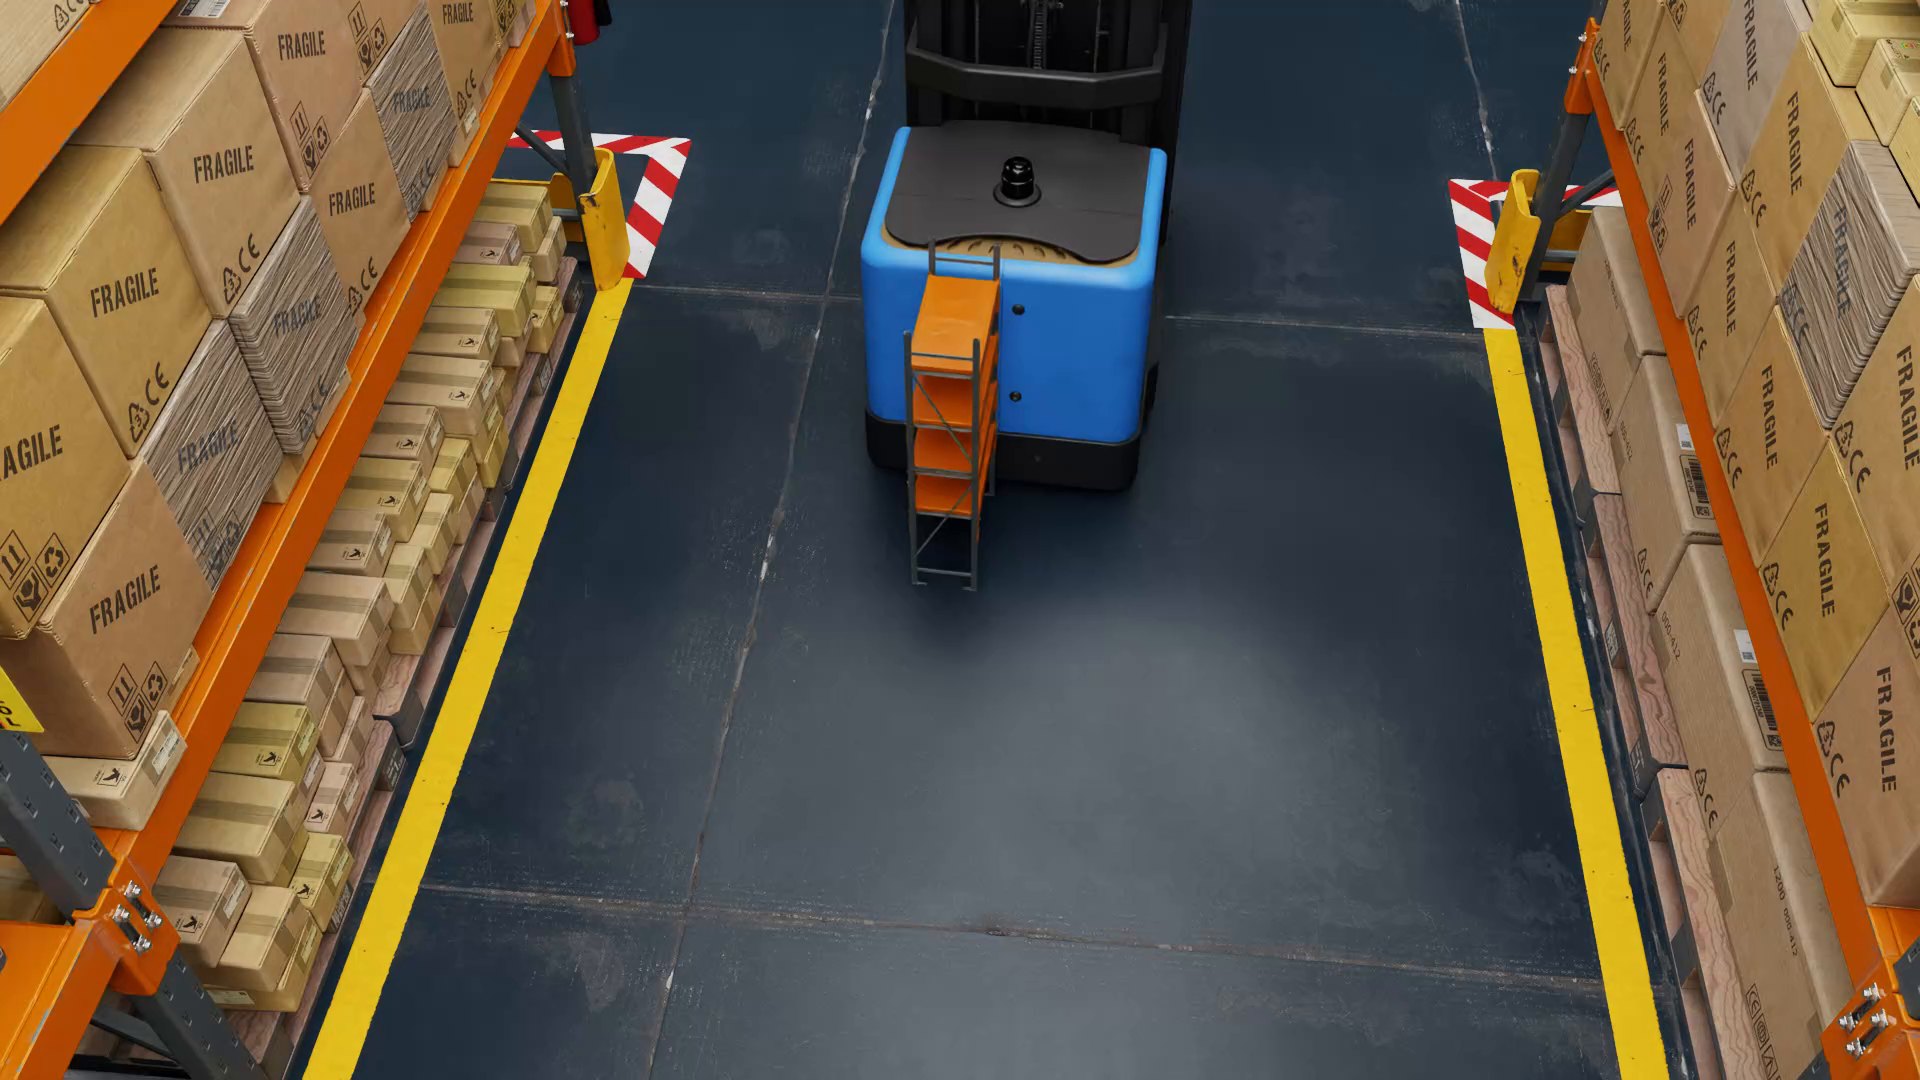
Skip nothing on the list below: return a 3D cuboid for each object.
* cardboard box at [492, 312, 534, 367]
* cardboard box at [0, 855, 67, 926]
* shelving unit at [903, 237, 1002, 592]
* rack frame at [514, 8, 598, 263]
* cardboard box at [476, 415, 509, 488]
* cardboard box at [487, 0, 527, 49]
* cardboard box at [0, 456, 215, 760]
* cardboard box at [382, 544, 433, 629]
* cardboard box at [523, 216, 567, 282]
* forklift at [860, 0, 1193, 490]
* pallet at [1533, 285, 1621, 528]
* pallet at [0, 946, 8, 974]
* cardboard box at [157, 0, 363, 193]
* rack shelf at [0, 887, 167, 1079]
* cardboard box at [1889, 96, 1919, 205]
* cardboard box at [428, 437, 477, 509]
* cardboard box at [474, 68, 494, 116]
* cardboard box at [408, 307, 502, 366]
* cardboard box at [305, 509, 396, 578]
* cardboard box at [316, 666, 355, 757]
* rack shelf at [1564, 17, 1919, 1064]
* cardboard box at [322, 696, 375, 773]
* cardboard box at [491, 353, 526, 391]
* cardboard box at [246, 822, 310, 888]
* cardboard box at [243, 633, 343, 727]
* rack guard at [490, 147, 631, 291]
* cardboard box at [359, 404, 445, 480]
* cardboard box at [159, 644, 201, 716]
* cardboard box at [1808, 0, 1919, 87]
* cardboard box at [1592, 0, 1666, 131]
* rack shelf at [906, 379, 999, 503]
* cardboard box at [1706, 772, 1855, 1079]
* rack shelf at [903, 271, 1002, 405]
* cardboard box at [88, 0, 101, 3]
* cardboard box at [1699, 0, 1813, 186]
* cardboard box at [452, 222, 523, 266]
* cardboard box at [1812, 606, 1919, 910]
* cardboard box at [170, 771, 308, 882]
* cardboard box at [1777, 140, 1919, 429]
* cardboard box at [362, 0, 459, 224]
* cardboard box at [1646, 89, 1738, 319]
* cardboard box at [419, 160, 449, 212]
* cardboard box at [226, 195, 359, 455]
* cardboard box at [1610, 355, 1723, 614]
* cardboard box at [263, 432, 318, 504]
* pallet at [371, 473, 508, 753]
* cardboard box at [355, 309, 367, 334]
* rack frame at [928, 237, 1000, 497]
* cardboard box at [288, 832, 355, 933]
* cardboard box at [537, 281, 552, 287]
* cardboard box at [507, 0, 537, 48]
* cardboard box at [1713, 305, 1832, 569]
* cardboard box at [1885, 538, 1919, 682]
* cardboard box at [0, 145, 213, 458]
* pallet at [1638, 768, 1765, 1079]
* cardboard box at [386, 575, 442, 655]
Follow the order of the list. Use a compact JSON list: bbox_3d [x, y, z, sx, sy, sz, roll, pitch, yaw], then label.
[{"bbox_3d":[-1.867,-0.806,6.400,0.380,0.149,0.250,2,48,2],"label":"cardboard box"},{"bbox_3d":[-2.649,0.965,4.579,0.380,0.149,0.250,5,48,5],"label":"cardboard box"},{"bbox_3d":[-0.022,-0.411,5.813,0.258,1.200,0.503,6,48,6],"label":"shelving unit"},{"bbox_3d":[-2.058,-2.315,6.335,1.000,3.000,0.127,4,48,4],"label":"rack frame"},{"bbox_3d":[-1.901,-0.336,6.172,0.380,0.149,0.250,2,48,2],"label":"cardboard box"},{"bbox_3d":[-1.842,-2.102,5.870,0.500,0.500,0.500,5,48,4],"label":"cardboard box"},{"bbox_3d":[-2.126,0.143,3.817,0.500,0.500,0.500,3,48,3],"label":"cardboard box"},{"bbox_3d":[-1.988,0.146,5.530,0.380,0.149,0.250,4,48,3],"label":"cardboard box"},{"bbox_3d":[-1.822,-1.188,6.750,0.380,0.149,0.250,3,48,2],"label":"cardboard box"},{"bbox_3d":[0.366,-2.280,6.349,1.130,2.935,3.031,6,48,6],"label":"forklift"},{"bbox_3d":[2.886,-0.523,6.585,1.003,0.211,1.213,4,48,4],"label":"pallet"},{"bbox_3d":[-2.637,1.241,3.212,1.003,0.211,1.213,4,48,4],"label":"pallet"},{"bbox_3d":[-1.981,-1.290,4.450,0.500,0.500,0.500,2,48,2],"label":"cardboard box"},{"bbox_3d":[-2.604,2.337,2.568,1.077,0.370,4.000,4,48,4],"label":"rack shelf"},{"bbox_3d":[2.407,-0.890,3.847,0.380,0.149,0.250,3,48,3],"label":"cardboard box"},{"bbox_3d":[-1.943,-0.238,5.880,0.380,0.149,0.250,6,48,5],"label":"cardboard box"},{"bbox_3d":[-1.874,-1.606,5.857,0.380,0.149,0.250,3,48,3],"label":"cardboard box"},{"bbox_3d":[-1.917,-0.724,6.124,0.380,0.149,0.250,2,48,2],"label":"cardboard box"},{"bbox_3d":[-2.078,0.036,5.428,0.380,0.149,0.250,2,48,2],"label":"cardboard box"},{"bbox_3d":[-2.123,0.528,5.180,0.380,0.149,0.250,2,48,2],"label":"cardboard box"},{"bbox_3d":[2.699,-0.344,5.020,1.077,0.370,4.000,4,48,4],"label":"rack shelf"},{"bbox_3d":[-2.101,0.627,5.291,0.380,0.149,0.250,3,48,3],"label":"cardboard box"},{"bbox_3d":[-1.930,-0.710,6.514,0.380,0.149,0.250,4,48,3],"label":"cardboard box"},{"bbox_3d":[-2.137,0.907,4.833,0.380,0.149,0.250,4,48,4],"label":"cardboard box"},{"bbox_3d":[-2.125,0.424,5.074,0.380,0.149,0.250,3,48,3],"label":"cardboard box"},{"bbox_3d":[-2.065,-1.416,7.206,1.175,0.500,0.348,4,48,4],"label":"rack guard"},{"bbox_3d":[-2.021,-0.337,5.769,0.380,0.149,0.250,2,48,2],"label":"cardboard box"},{"bbox_3d":[-2.121,0.328,4.088,0.380,0.149,0.250,5,48,5],"label":"cardboard box"},{"bbox_3d":[2.390,-1.268,4.192,0.380,0.149,0.250,3,48,3],"label":"cardboard box"},{"bbox_3d":[2.551,-1.757,5.756,0.500,0.500,0.500,4,48,3],"label":"cardboard box"},{"bbox_3d":[-0.022,-0.365,5.862,0.258,0.148,0.480,6,48,6],"label":"rack shelf"},{"bbox_3d":[2.681,1.152,4.616,0.875,0.438,0.875,3,48,3],"label":"cardboard box"},{"bbox_3d":[-0.022,-0.676,5.523,0.258,0.148,0.480,6,48,6],"label":"rack shelf"},{"bbox_3d":[-2.014,-1.410,3.576,0.500,0.250,0.500,6,48,5],"label":"cardboard box"},{"bbox_3d":[2.474,-1.335,4.693,0.500,0.500,0.500,4,48,3],"label":"cardboard box"},{"bbox_3d":[-1.934,-1.109,6.476,0.380,0.149,0.250,5,48,4],"label":"cardboard box"},{"bbox_3d":[2.304,0.491,3.700,0.500,0.500,0.500,4,48,4],"label":"cardboard box"},{"bbox_3d":[-2.100,0.806,4.724,0.380,0.149,0.250,6,48,5],"label":"cardboard box"},{"bbox_3d":[2.376,-0.601,4.021,0.500,0.500,0.500,4,48,4],"label":"cardboard box"},{"bbox_3d":[-1.931,-1.351,5.183,0.500,0.500,0.500,4,48,4],"label":"cardboard box"},{"bbox_3d":[2.469,-1.011,5.074,0.500,0.500,0.500,4,48,3],"label":"cardboard box"},{"bbox_3d":[-1.927,-1.226,5.508,0.380,0.149,0.250,2,48,2],"label":"cardboard box"},{"bbox_3d":[-2.006,-0.589,4.486,0.500,0.500,0.500,3,48,3],"label":"cardboard box"},{"bbox_3d":[2.845,-0.169,5.823,0.875,0.438,0.875,5,48,5],"label":"cardboard box"},{"bbox_3d":[-2.030,-0.252,4.618,0.380,0.149,0.250,5,48,4],"label":"cardboard box"},{"bbox_3d":[-2.288,0.170,5.951,1.003,0.211,1.213,4,48,4],"label":"pallet"},{"bbox_3d":[-2.021,-0.648,4.980,0.380,0.149,0.250,5,48,5],"label":"cardboard box"},{"bbox_3d":[0.014,-0.589,5.976,0.240,1.200,0.015,6,48,6],"label":"rack frame"},{"bbox_3d":[-2.045,1.003,4.947,0.380,0.149,0.250,5,48,5],"label":"cardboard box"},{"bbox_3d":[-1.898,-1.094,6.865,0.380,0.149,0.250,5,48,4],"label":"cardboard box"},{"bbox_3d":[-1.806,-1.972,6.191,0.380,0.149,0.250,4,48,4],"label":"cardboard box"},{"bbox_3d":[2.377,-0.258,4.385,0.500,0.500,0.500,3,48,3],"label":"cardboard box"},{"bbox_3d":[2.284,0.146,3.338,0.500,0.500,0.500,4,48,3],"label":"cardboard box"},{"bbox_3d":[-2.106,-0.545,3.768,0.500,0.500,0.500,3,48,2],"label":"cardboard box"},{"bbox_3d":[2.664,1.270,4.945,1.003,0.211,1.213,4,48,4],"label":"pallet"},{"bbox_3d":[-1.991,0.242,5.643,0.380,0.149,0.250,3,48,2],"label":"cardboard box"}]
